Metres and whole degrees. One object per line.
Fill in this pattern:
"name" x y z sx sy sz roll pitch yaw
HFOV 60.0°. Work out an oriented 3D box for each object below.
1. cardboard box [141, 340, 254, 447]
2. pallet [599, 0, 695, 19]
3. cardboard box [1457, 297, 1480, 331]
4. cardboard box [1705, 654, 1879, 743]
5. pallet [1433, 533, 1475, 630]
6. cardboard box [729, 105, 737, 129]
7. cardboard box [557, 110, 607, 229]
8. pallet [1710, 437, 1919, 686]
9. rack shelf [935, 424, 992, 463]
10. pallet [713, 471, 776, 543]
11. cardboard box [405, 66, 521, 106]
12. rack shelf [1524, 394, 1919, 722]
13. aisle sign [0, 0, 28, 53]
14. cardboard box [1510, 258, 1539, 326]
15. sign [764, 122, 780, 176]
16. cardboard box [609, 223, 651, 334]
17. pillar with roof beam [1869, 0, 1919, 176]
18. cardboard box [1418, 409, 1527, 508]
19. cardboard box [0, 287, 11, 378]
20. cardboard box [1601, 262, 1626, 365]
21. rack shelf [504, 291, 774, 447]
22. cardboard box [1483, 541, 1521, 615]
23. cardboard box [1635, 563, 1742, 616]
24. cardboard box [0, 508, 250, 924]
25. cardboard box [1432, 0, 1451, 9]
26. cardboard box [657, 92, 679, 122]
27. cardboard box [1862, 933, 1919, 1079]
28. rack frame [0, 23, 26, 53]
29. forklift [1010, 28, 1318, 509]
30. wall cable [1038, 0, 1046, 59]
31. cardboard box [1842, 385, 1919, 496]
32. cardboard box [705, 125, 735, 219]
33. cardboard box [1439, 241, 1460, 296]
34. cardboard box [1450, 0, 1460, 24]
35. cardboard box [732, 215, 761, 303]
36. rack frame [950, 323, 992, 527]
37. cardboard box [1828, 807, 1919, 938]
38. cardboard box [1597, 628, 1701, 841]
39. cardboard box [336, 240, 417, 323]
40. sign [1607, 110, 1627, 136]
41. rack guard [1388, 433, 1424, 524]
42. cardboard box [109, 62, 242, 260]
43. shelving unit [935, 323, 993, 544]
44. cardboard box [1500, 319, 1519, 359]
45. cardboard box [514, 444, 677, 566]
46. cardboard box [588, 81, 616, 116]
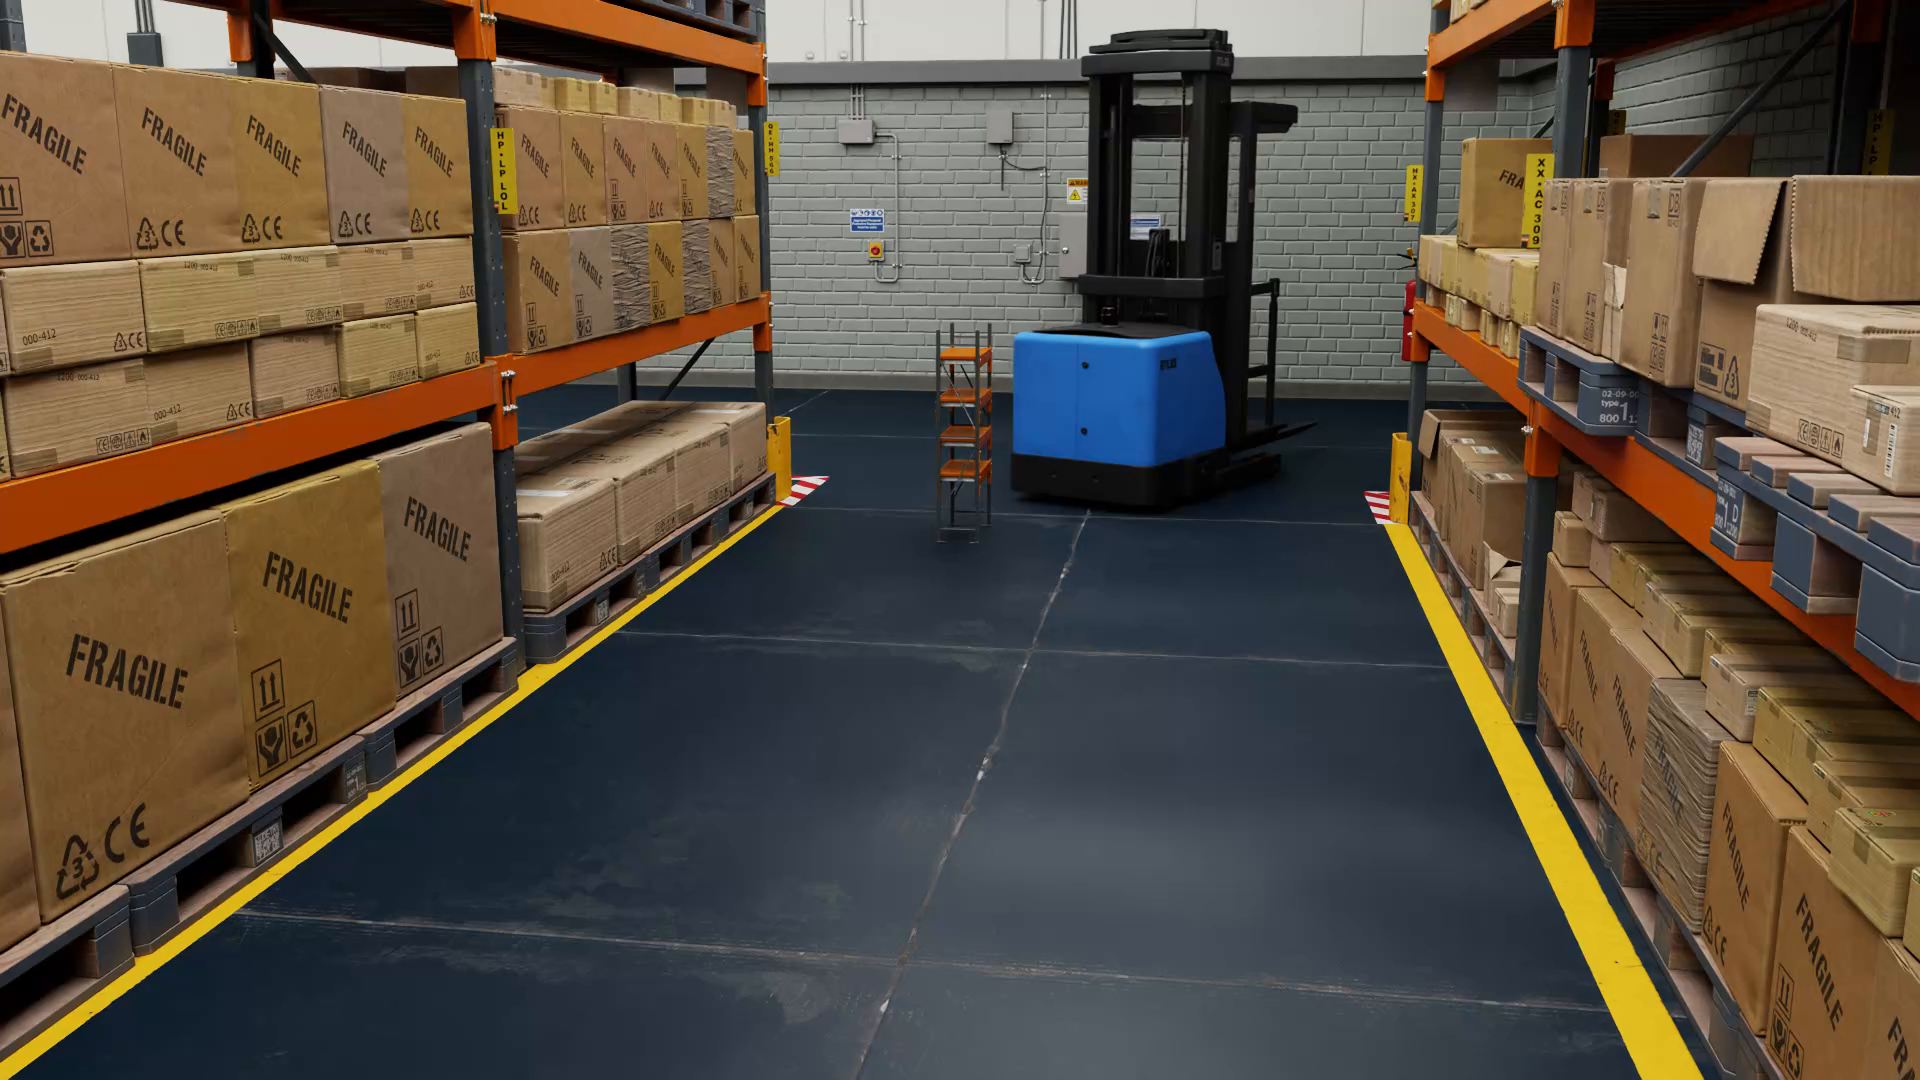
"cardboard box" -2.386 -0.430 4.726 0.500 0.250 0.500 2 12 9
"pallet" -1.989 -2.769 8.314 1.003 0.211 1.213 2 12 9
"cardboard box" 2.616 -1.091 8.034 0.380 0.149 0.250 2 12 10
"cardboard box" 2.032 0.383 3.993 0.380 0.149 0.250 1 12 6
"pallet" 2.882 0.203 8.053 1.003 0.211 1.213 2 12 9
"cardboard box" -1.558 -2.529 9.960 0.380 0.149 0.250 2 12 9
"cardboard box" -1.919 -1.657 7.451 0.500 0.500 0.500 2 12 8
"pallet" 2.009 0.020 2.736 1.213 0.211 1.003 2 12 9
"rack shelf" 0.025 -0.555 9.541 0.258 0.148 0.480 2 12 9
"pallet" -1.746 -0.224 10.030 1.003 0.211 1.213 2 12 9
"cardboard box" -2.010 -1.835 6.739 0.380 0.149 0.250 2 12 8
"rack shelf" 2.282 0.005 4.058 1.077 0.370 4.000 2 12 9
"aisle sign" -6.299 -3.171 10.919 0.394 0.787 0.004 2 12 9
"cardboard box" 2.427 -0.949 6.427 0.500 0.250 0.500 2 12 10
"sign" -1.166 -2.417 10.279 0.100 0.325 0.005 2 12 9
"cardboard box" -1.820 -1.269 8.025 0.500 0.500 0.500 2 12 9
"pillar with roof beam" -0.666 -3.951 6.466 9.100 9.000 0.400 2 12 9
"cardboard box" 3.017 -0.456 9.420 0.797 0.503 0.637 1 12 6
"cardboard box" -2.528 -0.467 3.708 0.500 0.250 0.500 2 12 10
"cardboard box" 1.997 -0.626 4.600 0.396 0.266 0.258 2 12 11
"rack shelf" -2.008 -0.988 8.664 1.077 0.370 4.000 2 12 9
"cardboard box" 2.440 0.168 7.085 0.396 0.266 0.258 2 12 11
"cardboard box" 2.249 0.174 4.963 0.380 0.149 0.250 2 12 8
"cardboard box" -2.601 0.416 4.488 0.875 0.875 0.875 2 12 9
"cardboard box" 2.867 -3.051 9.059 0.500 0.250 0.500 2 12 8
"cardboard box" -1.700 -2.262 8.719 0.380 0.149 0.250 2 12 10
"cardboard box" 1.827 0.991 2.710 0.500 0.500 0.500 2 12 10
"rack frame" -6.607 -1.895 11.167 1.000 3.000 0.127 2 12 9
"forklift" 1.572 -1.886 11.287 1.130 2.935 3.031 8 15 34
"wall cable" -0.361 -5.857 15.310 2.355 3.000 0.029 2 12 9
"cardboard box" 1.696 -0.162 2.725 0.380 0.149 0.250 2 12 10
"cardboard box" -1.591 -2.076 9.394 0.500 0.500 0.500 2 12 9
"cardboard box" 2.717 -1.372 8.387 0.500 0.250 0.500 2 12 8
"cardboard box" 2.715 -2.724 8.488 0.380 0.149 0.250 2 12 10
"cardboard box" -1.513 -1.696 10.004 0.500 0.500 0.500 2 12 9
"rack frame" 0.063 -0.672 9.763 0.240 1.200 0.015 2 12 9
"cardboard box" 1.812 0.600 2.985 0.380 0.149 0.250 1 12 6
"cardboard box" 2.140 0.562 4.703 0.500 0.500 0.500 2 12 7
"cardboard box" -2.213 -0.890 5.674 0.500 0.250 0.500 2 12 10
"sign" 3.750 -2.294 9.520 0.100 0.325 0.005 2 12 9
"rack guard" 3.193 -0.358 9.968 1.175 0.500 0.348 2 12 9
"cardboard box" -2.371 -1.039 4.582 0.500 0.500 0.500 2 12 10
"shelving unit" 0.025 -0.621 9.527 0.258 1.200 0.503 2 12 9
"cardboard box" 2.424 -0.825 6.796 0.380 0.149 0.250 2 12 10
"cardboard box" -1.976 -0.190 8.338 0.875 0.438 0.875 2 12 7
"cardboard box" -1.821 -2.048 7.725 0.380 0.149 0.250 2 12 7
